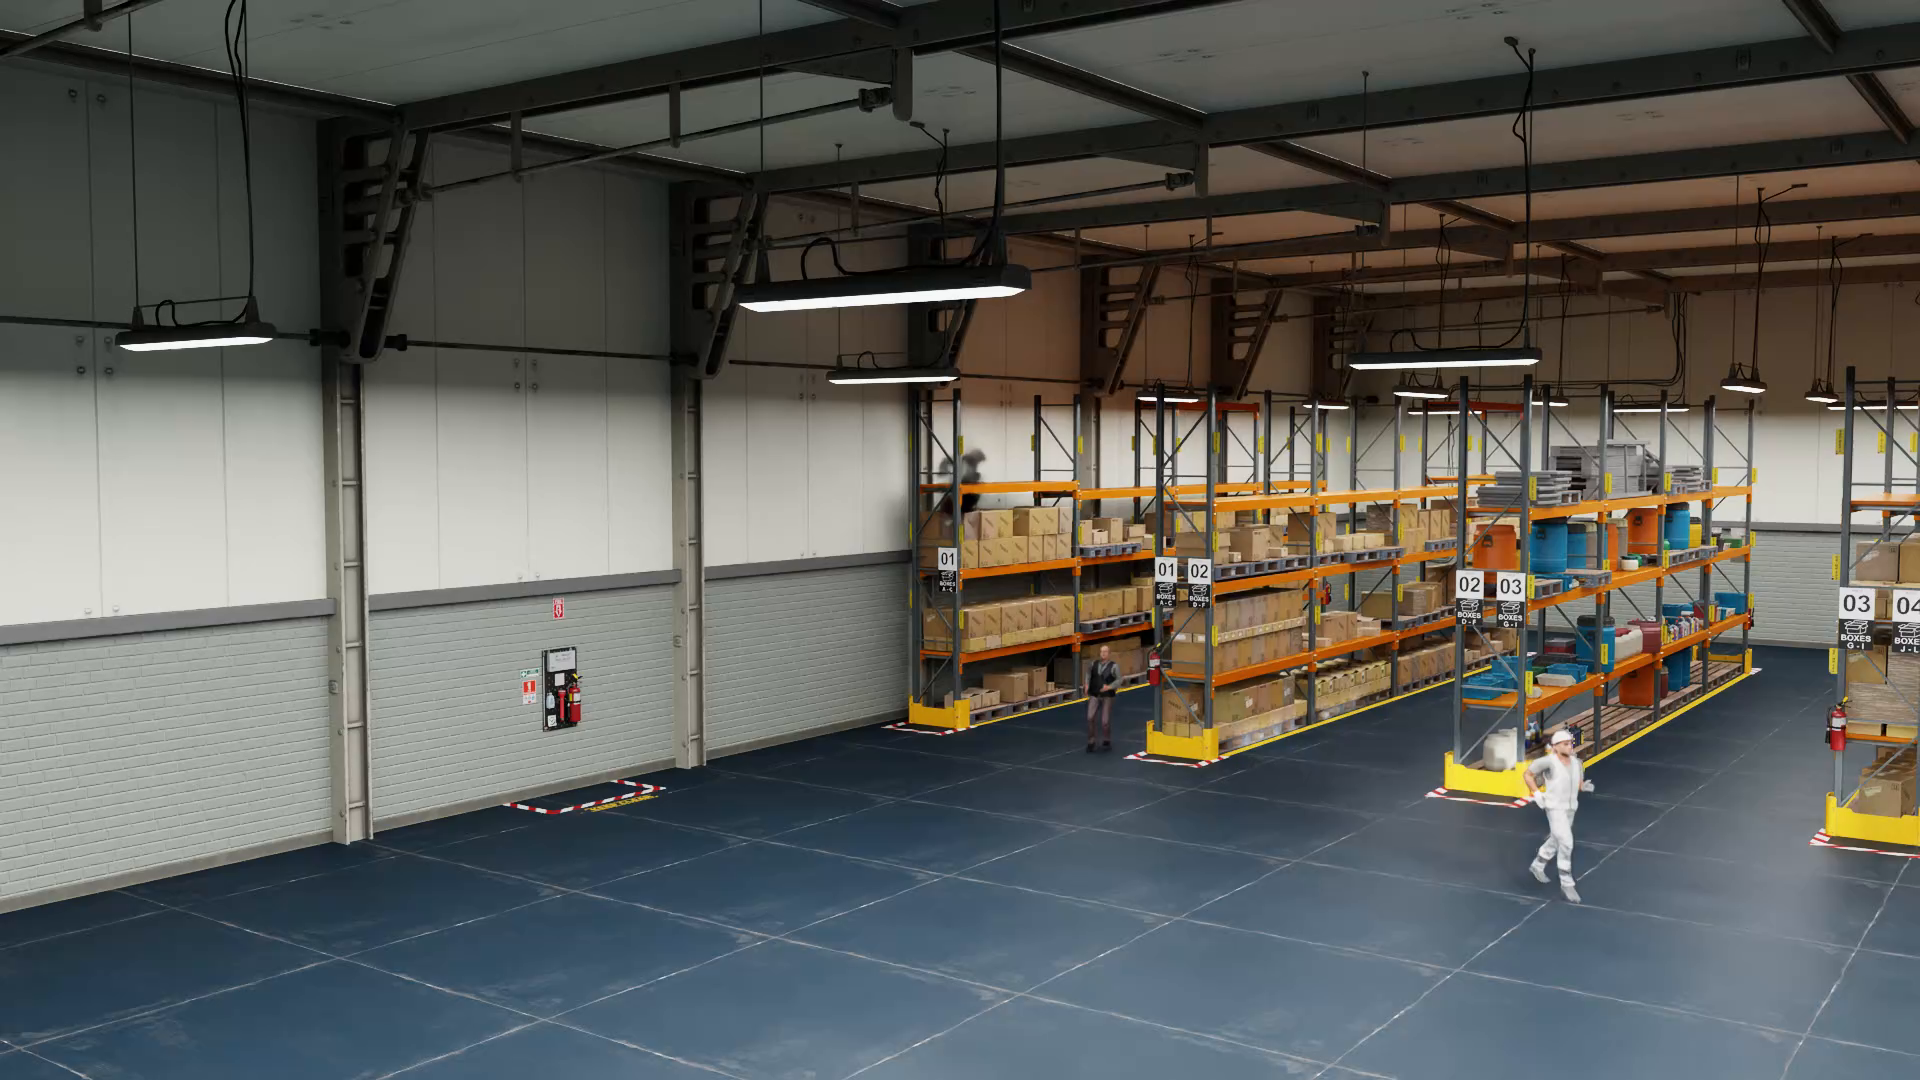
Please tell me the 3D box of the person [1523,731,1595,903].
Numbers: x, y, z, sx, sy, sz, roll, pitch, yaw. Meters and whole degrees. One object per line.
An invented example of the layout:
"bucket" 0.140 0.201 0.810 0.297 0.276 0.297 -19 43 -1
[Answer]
"person" 6.692 3.042 18.582 0.638 1.842 0.838 -2 4 -27

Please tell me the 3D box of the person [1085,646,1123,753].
"person" 2.325 2.613 27.269 0.690 1.749 0.685 1 3 21
